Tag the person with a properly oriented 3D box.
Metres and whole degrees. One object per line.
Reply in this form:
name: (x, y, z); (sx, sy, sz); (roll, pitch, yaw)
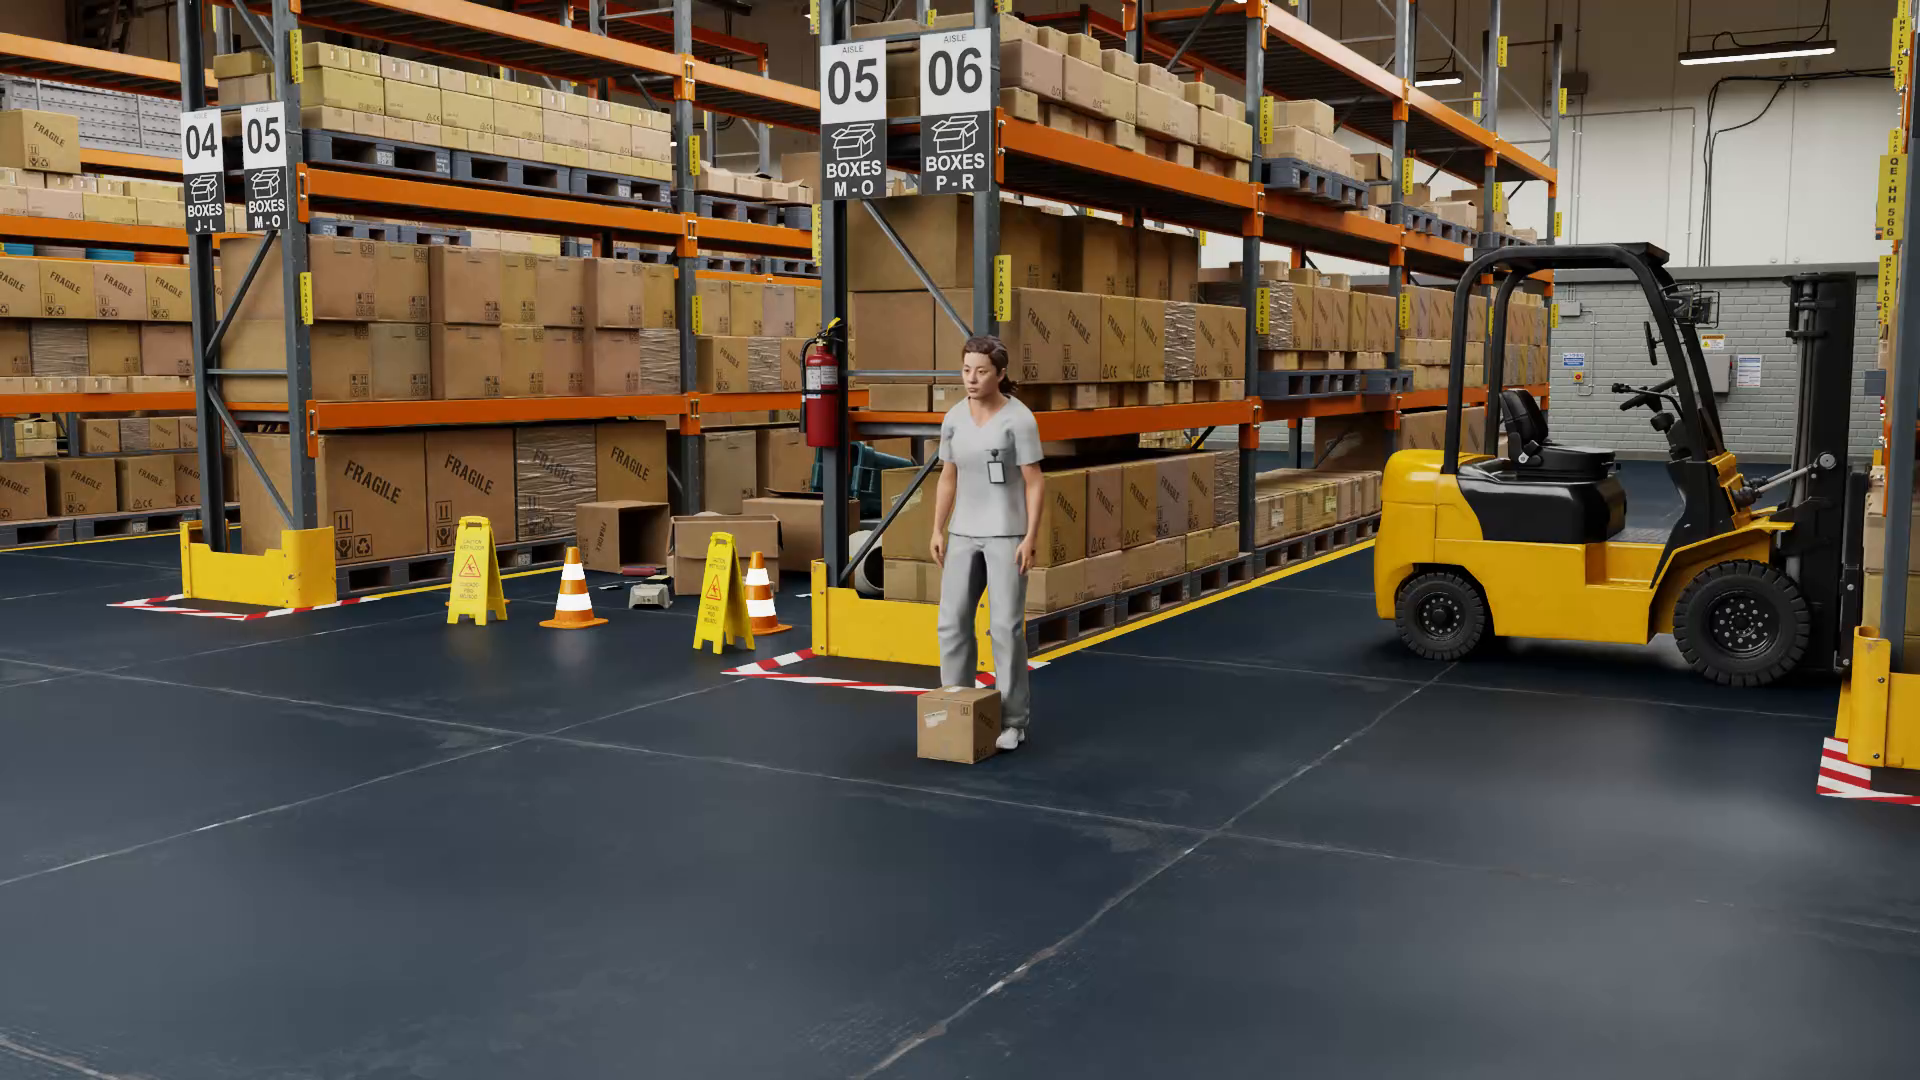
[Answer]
person: (0.107, 0.004, 6.794); (0.490, 1.673, 0.354); (3, 7, 28)
